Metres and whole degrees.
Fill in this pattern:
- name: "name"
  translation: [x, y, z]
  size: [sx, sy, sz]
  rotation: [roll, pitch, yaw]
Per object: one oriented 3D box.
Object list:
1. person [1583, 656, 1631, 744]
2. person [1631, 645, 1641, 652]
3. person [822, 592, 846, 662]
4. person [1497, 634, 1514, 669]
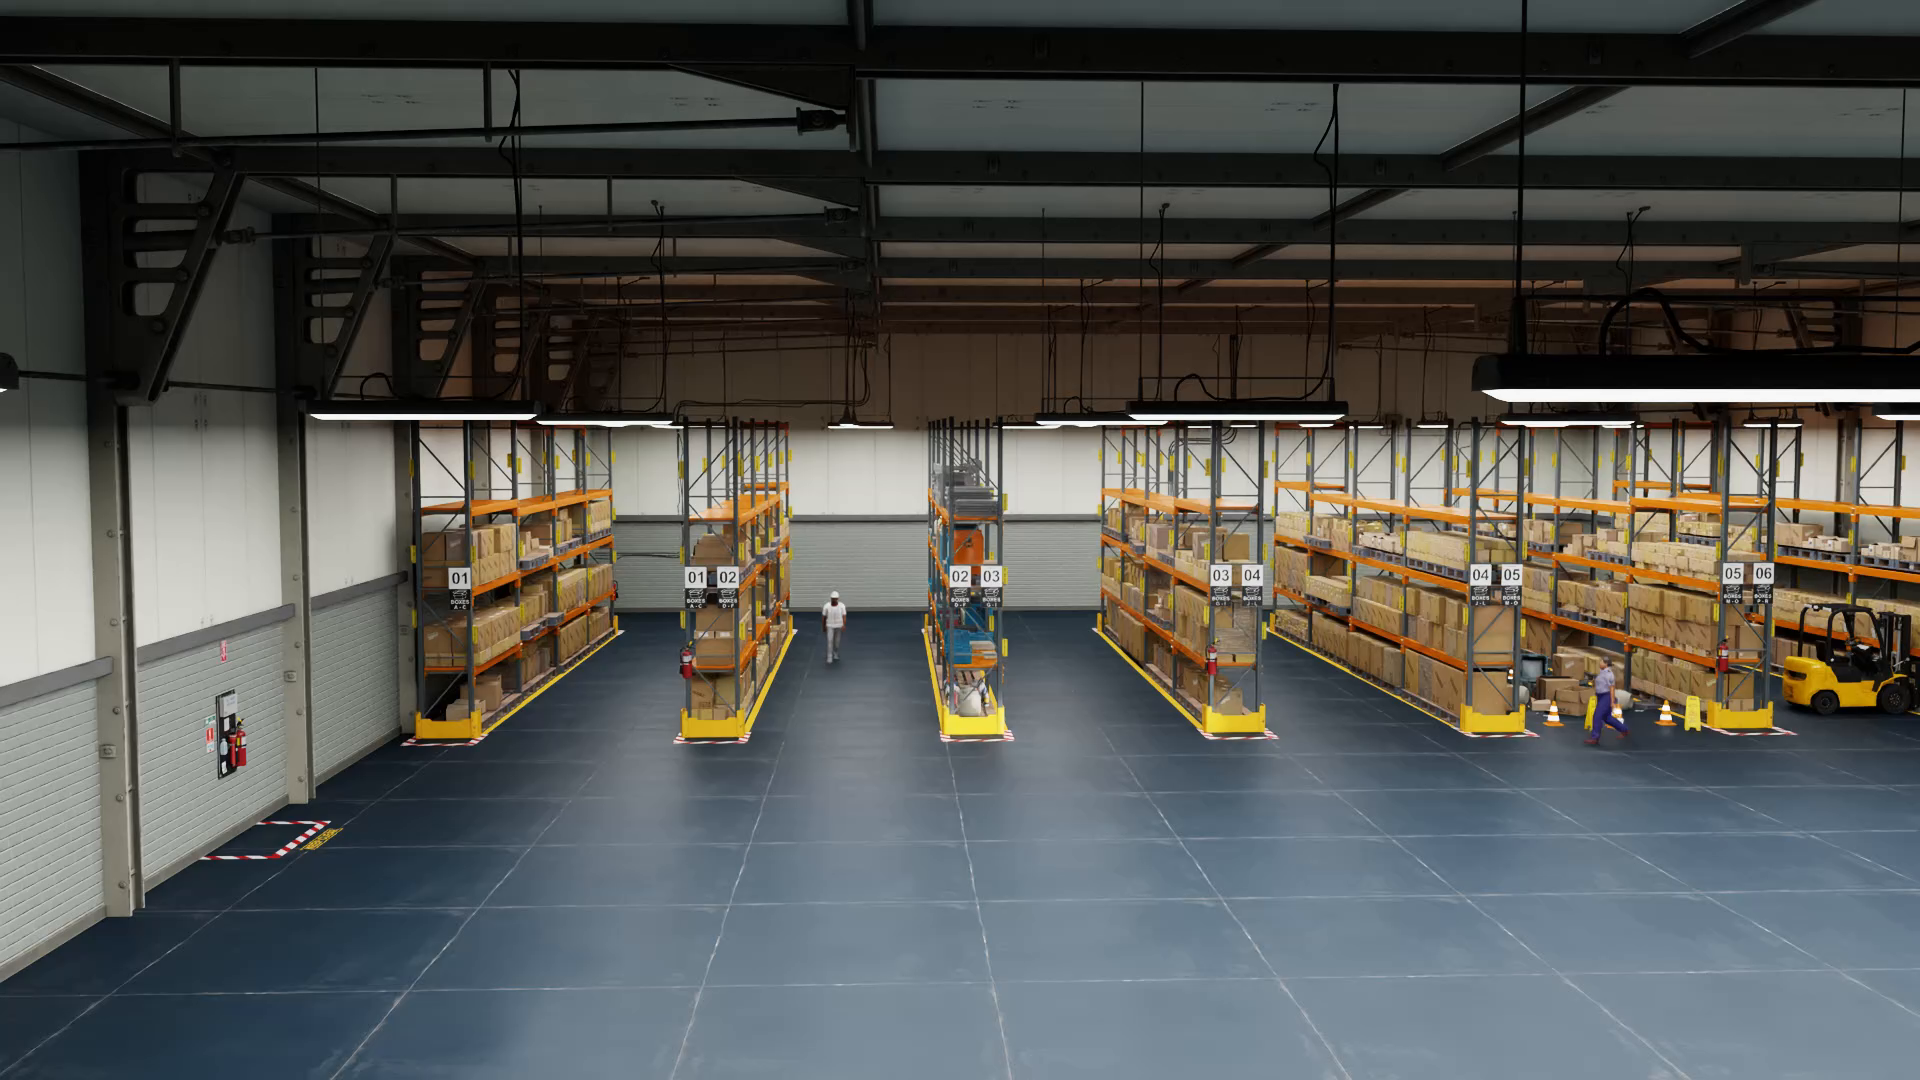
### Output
- name: "person"
  translation: [11.868, 2.923, 30.443]
  size: [0.962, 1.603, 0.481]
  rotation: [0, 4, -1]
- name: "person"
  translation: [17.713, 2.048, 43.014]
  size: [0.543, 1.785, 0.555]
  rotation: [-2, 4, -23]
- name: "person"
  translation: [-3.108, 2.144, 41.288]
  size: [0.584, 1.712, 0.990]
  rotation: [-1, 4, -13]
- name: "person"
  translation: [13.191, 2.298, 39.936]
  size: [0.456, 1.690, 0.543]
  rotation: [-1, 4, -20]
